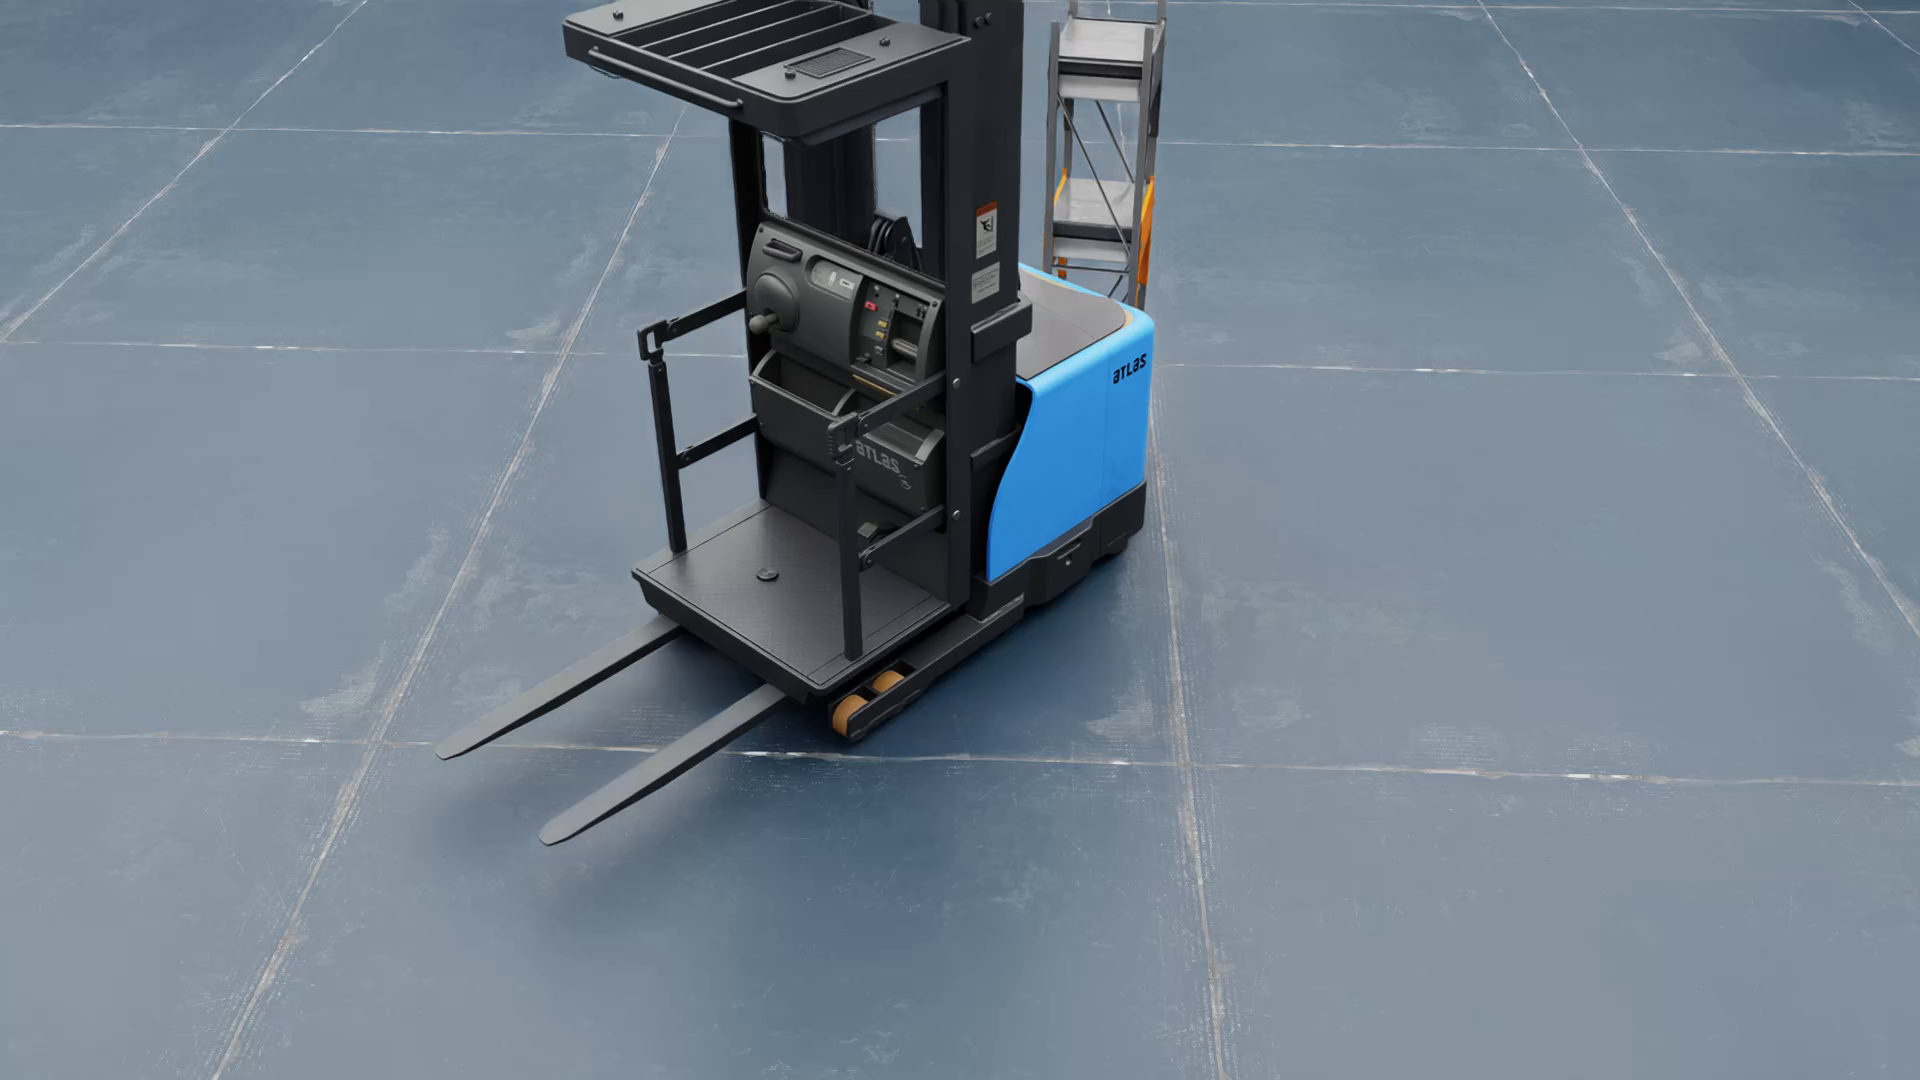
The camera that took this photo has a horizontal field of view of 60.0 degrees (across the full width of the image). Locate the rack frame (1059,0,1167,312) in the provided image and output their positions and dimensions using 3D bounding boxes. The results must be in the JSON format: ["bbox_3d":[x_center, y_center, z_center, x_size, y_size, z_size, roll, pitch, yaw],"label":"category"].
[{"bbox_3d":[0.652,-1.414,7.436,0.400,2.100,0.015,7,36,10],"label":"rack frame"}]

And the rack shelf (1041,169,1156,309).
[{"bbox_3d":[0.602,-1.266,7.249,0.431,0.518,0.480,7,36,10],"label":"rack shelf"}]

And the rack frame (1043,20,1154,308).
[{"bbox_3d":[0.552,-1.140,7.046,0.400,2.100,0.015,7,36,10],"label":"rack frame"}]

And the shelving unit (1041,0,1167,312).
[{"bbox_3d":[0.602,-1.277,7.241,0.431,2.100,0.503,7,36,10],"label":"shelving unit"}]

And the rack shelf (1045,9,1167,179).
[{"bbox_3d":[0.602,-1.839,6.846,0.431,0.518,0.480,7,36,10],"label":"rack shelf"}]

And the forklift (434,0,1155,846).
[{"bbox_3d":[-0.569,-0.787,5.820,1.130,2.935,3.031,28,44,34],"label":"forklift"}]
